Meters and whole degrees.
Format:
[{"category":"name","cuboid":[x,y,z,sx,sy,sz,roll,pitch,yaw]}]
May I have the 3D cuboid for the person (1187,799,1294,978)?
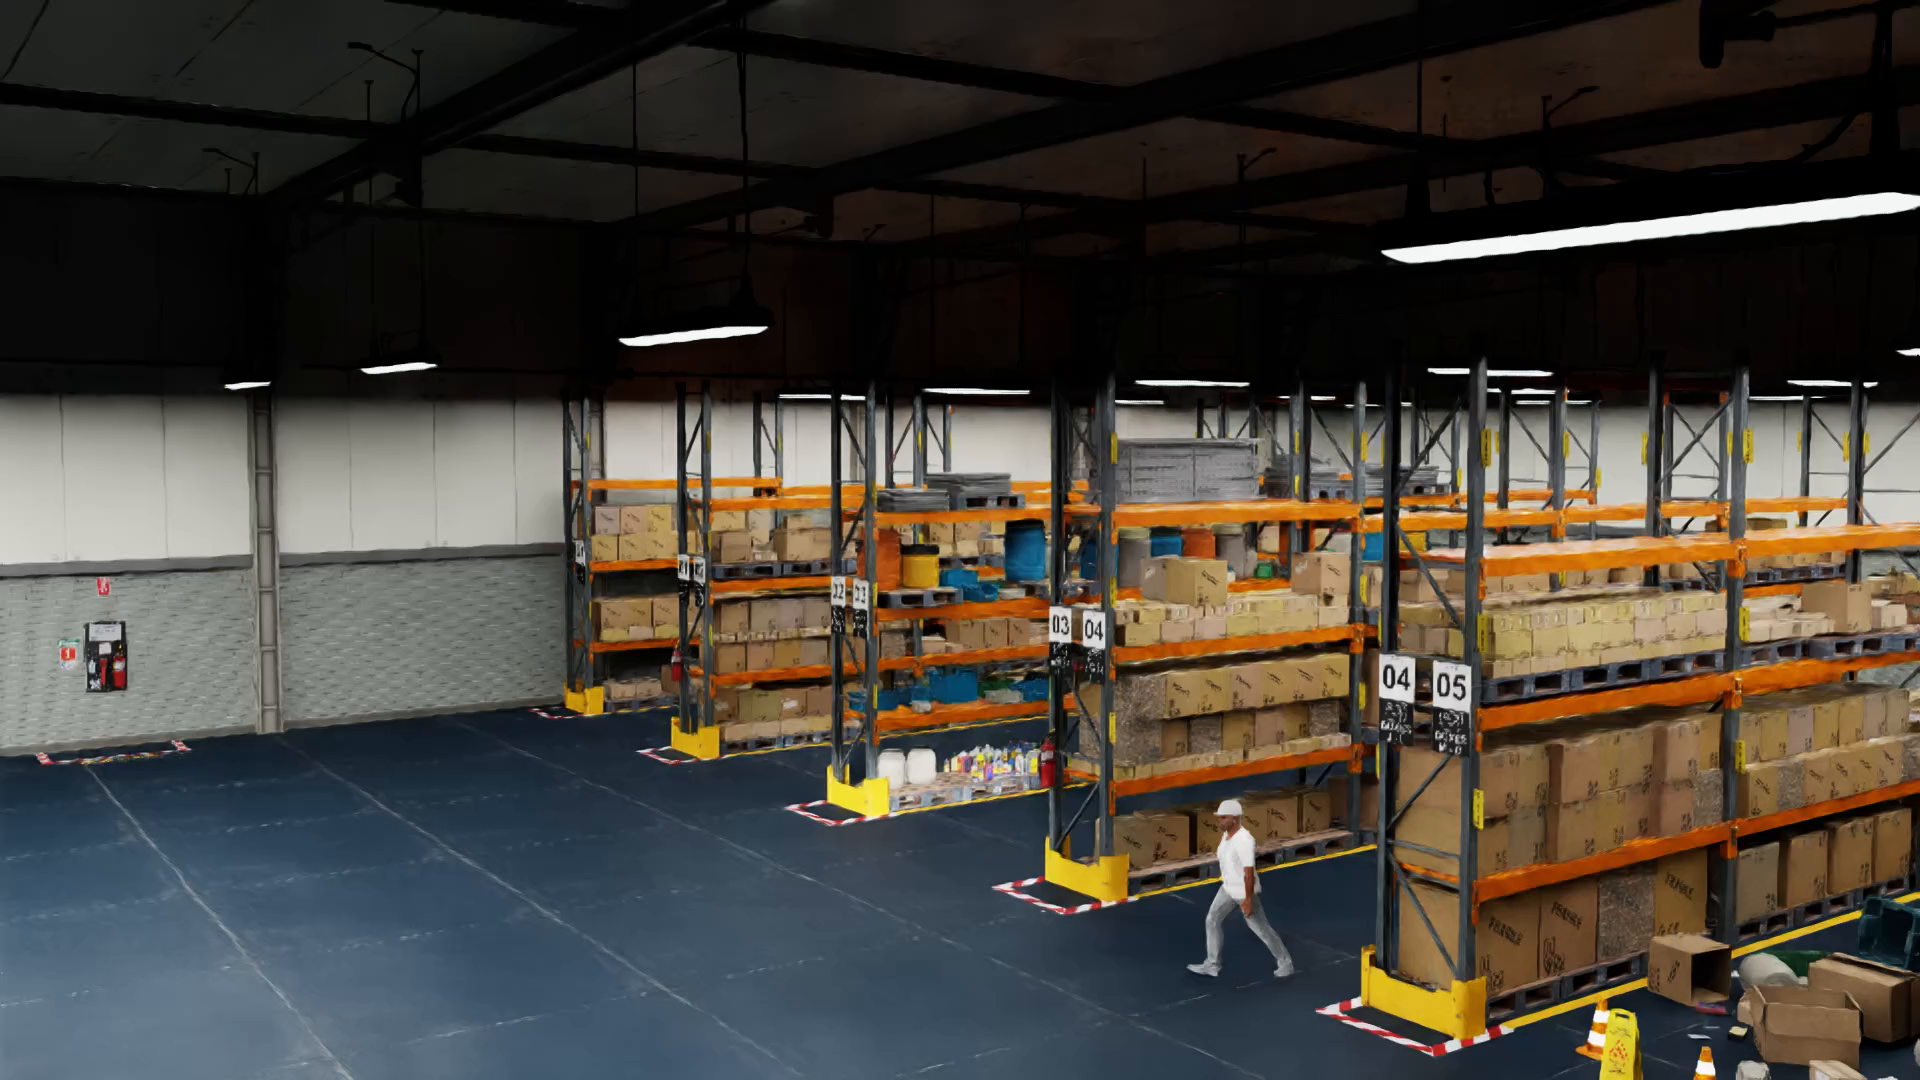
[{"category":"person","cuboid":[2.677,3.306,15.740,0.971,1.711,0.614,-1,4,-14]}]
